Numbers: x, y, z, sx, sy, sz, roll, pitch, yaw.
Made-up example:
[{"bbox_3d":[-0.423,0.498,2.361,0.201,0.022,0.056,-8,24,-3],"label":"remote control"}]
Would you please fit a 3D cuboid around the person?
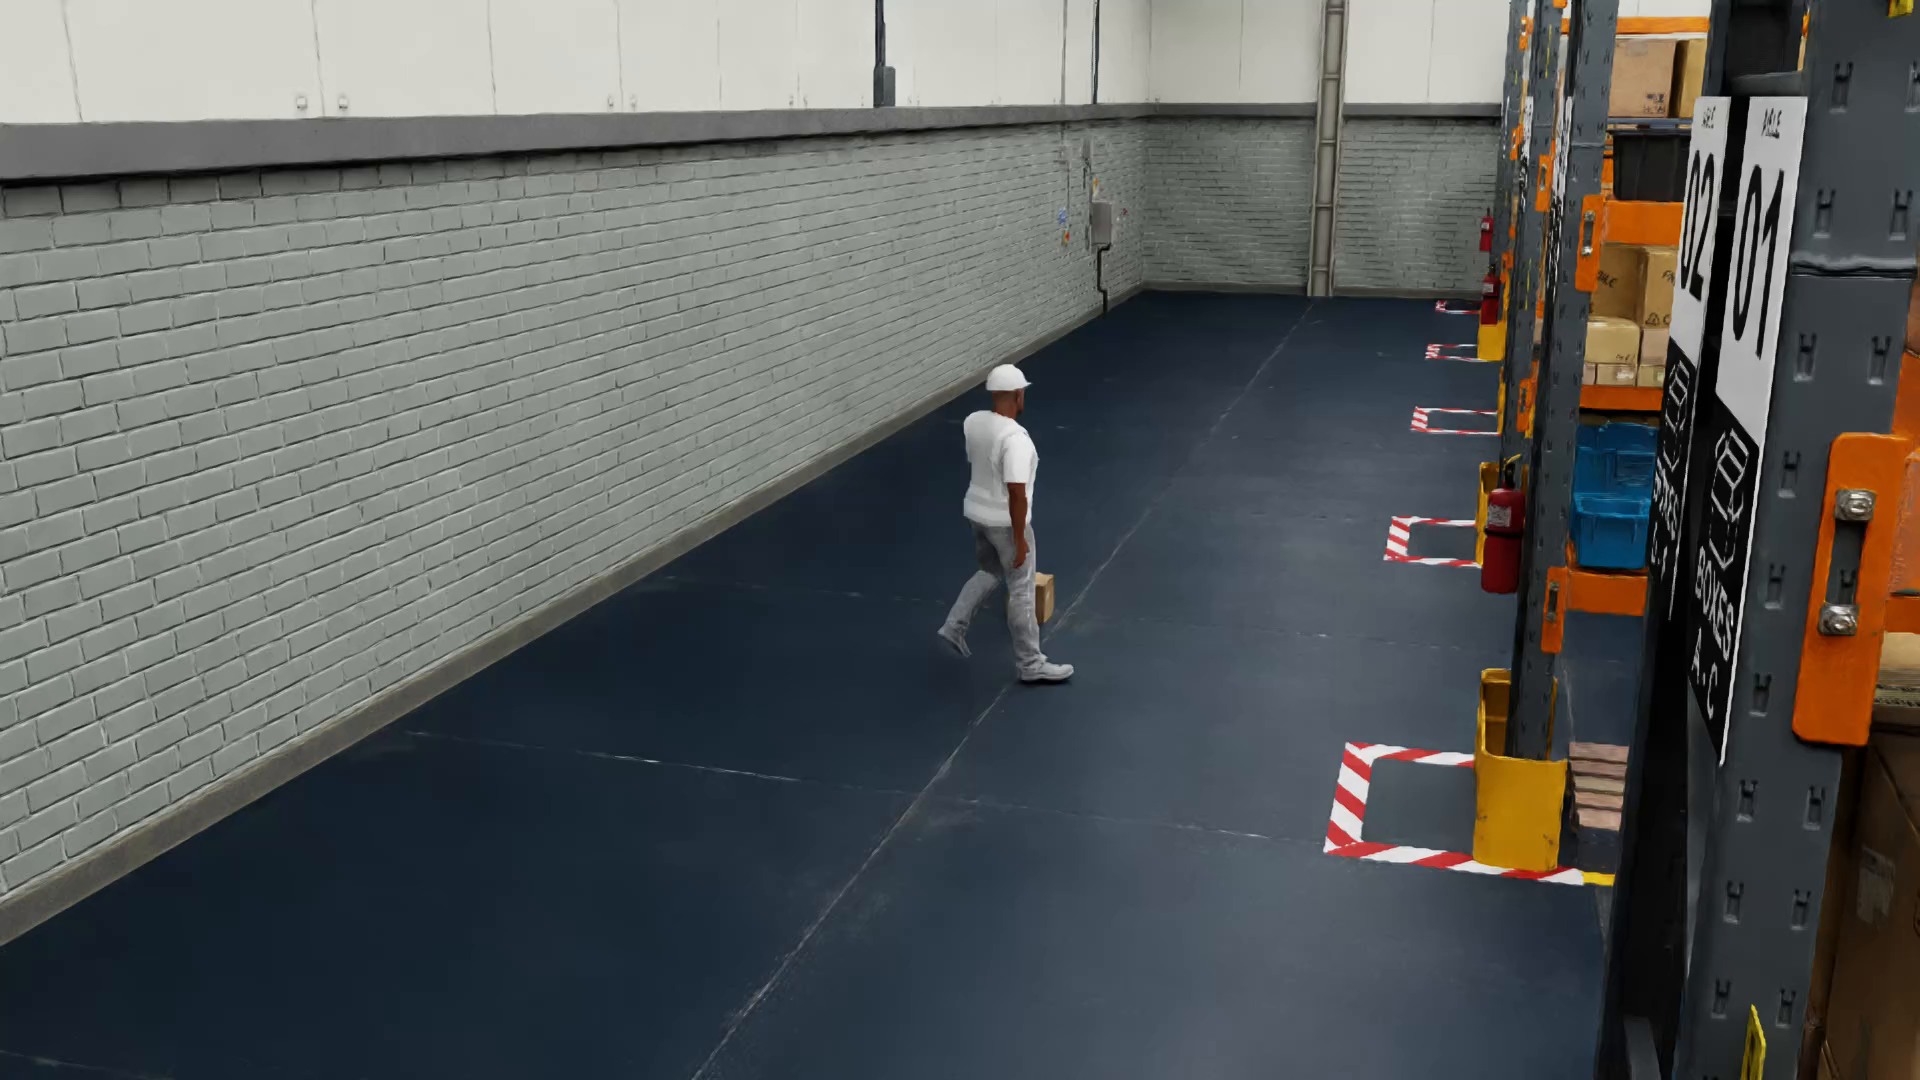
[{"bbox_3d":[0.223,-0.096,9.269,0.623,1.761,0.660,-10,18,-34],"label":"person"}]
